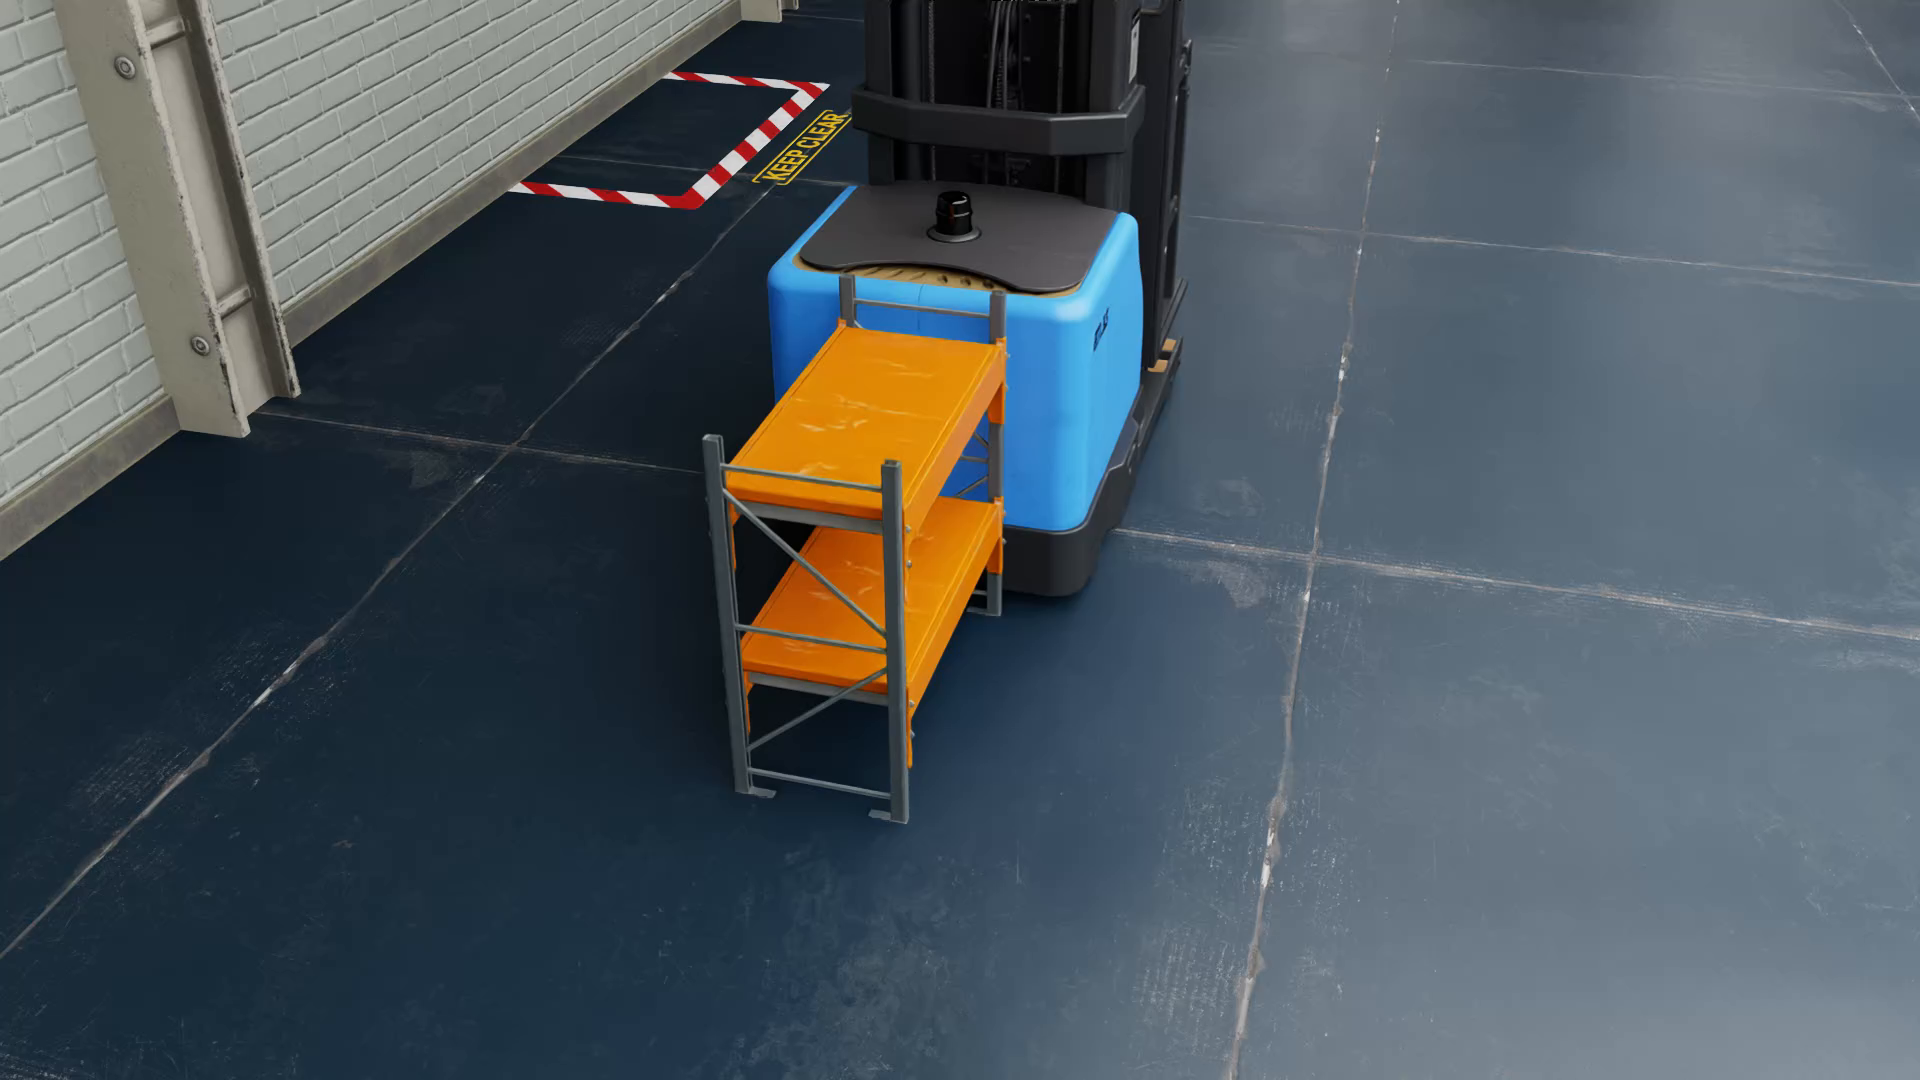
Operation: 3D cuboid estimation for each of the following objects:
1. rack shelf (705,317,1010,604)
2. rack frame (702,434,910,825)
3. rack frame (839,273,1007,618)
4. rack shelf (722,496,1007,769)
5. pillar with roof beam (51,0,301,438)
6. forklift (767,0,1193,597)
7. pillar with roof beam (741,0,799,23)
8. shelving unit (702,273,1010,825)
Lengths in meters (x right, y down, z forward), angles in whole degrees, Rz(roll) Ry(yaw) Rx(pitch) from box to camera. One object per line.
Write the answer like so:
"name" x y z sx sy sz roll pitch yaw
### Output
"rack shelf" -0.247 -0.251 4.551 0.538 0.278 1.000 9 33 13
"rack frame" -0.383 0.258 4.295 0.500 1.125 0.032 9 33 13
"rack frame" -0.110 -0.267 5.121 0.500 1.125 0.032 9 33 13
"rack shelf" -0.247 0.202 4.839 0.538 0.278 1.000 9 33 13
"pillar with roof beam" 1.320 -3.726 3.223 9.100 9.000 0.400 8 33 12
"forklift" 0.281 -1.838 5.910 1.130 2.935 3.031 9 33 13
"pillar with roof beam" 2.842 -6.839 8.120 9.100 9.000 0.400 8 33 12
"shelving unit" -0.247 -0.004 4.708 0.538 1.125 1.048 9 33 13
